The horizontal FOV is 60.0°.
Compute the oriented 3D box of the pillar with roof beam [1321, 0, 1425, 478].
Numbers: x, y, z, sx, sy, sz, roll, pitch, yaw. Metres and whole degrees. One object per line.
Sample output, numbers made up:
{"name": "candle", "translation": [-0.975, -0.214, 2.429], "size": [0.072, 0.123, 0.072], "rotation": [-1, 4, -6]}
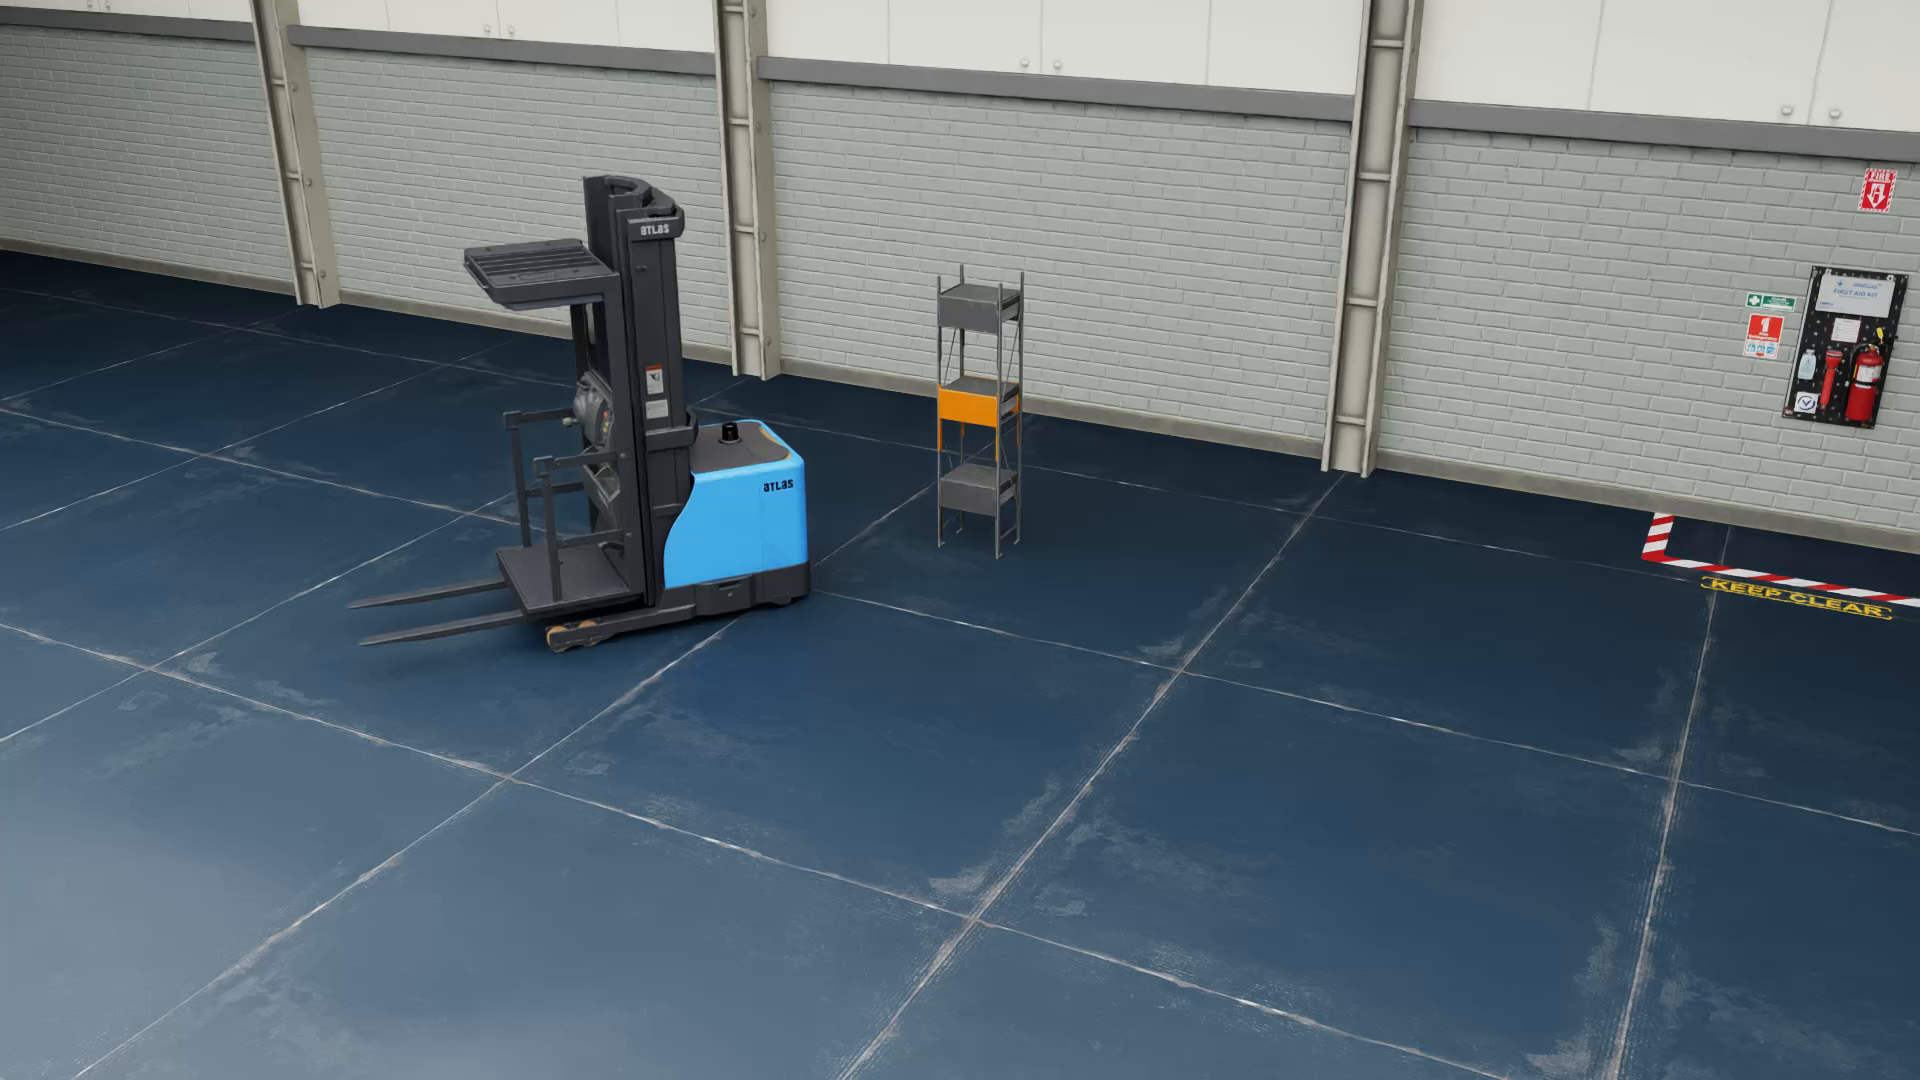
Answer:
{"name": "pillar with roof beam", "translation": [1.377, -3.249, 8.917], "size": [0.400, 9.000, 9.100], "rotation": [11, 25, 25]}

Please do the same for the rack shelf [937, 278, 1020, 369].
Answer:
{"name": "rack shelf", "translation": [0.148, -1.569, 12.028], "size": [0.480, 0.518, 0.431], "rotation": [11, 25, 25]}

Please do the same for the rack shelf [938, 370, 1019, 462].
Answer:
{"name": "rack shelf", "translation": [0.148, -0.924, 12.302], "size": [0.480, 0.518, 0.431], "rotation": [11, 25, 25]}

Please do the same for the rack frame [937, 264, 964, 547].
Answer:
{"name": "rack frame", "translation": [-0.070, -0.980, 12.398], "size": [0.015, 2.100, 0.400], "rotation": [11, 25, 25]}

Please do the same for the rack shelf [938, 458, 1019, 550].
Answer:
{"name": "rack shelf", "translation": [0.148, -0.280, 12.576], "size": [0.480, 0.518, 0.431], "rotation": [11, 25, 25]}

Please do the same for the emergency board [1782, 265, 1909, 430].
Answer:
{"name": "emergency board", "translation": [6.486, -1.382, 12.192], "size": [0.643, 1.169, 0.194], "rotation": [11, 25, 25]}

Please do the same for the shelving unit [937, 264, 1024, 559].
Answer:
{"name": "shelving unit", "translation": [0.148, -0.937, 12.297], "size": [0.503, 2.100, 0.431], "rotation": [11, 25, 25]}

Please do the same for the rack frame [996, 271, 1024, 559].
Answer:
{"name": "rack frame", "translation": [0.365, -0.894, 12.195], "size": [0.015, 2.100, 0.400], "rotation": [11, 25, 25]}

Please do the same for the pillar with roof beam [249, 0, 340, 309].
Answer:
{"name": "pillar with roof beam", "translation": [-9.332, -5.368, 13.899], "size": [0.400, 9.000, 9.100], "rotation": [11, 25, 25]}

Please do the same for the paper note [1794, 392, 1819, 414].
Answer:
{"name": "paper note", "translation": [6.359, -1.032, 12.495], "size": [0.142, 0.148, 0.016], "rotation": [11, 25, 25]}

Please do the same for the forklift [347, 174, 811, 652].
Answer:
{"name": "forklift", "translation": [-2.611, -0.842, 11.012], "size": [3.031, 2.935, 1.130], "rotation": [-10, 25, -23]}

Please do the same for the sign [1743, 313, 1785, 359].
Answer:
{"name": "sign", "translation": [6.039, -1.532, 12.500], "size": [0.234, 0.329, 0.001], "rotation": [11, 25, 25]}

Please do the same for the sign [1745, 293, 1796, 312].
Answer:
{"name": "sign", "translation": [6.039, -1.772, 12.387], "size": [0.331, 0.109, 0.001], "rotation": [11, 25, 25]}

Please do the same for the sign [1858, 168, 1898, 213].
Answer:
{"name": "sign", "translation": [6.524, -2.485, 11.824], "size": [0.199, 0.298, 0.001], "rotation": [11, 25, 25]}

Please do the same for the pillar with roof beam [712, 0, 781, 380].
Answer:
{"name": "pillar with roof beam", "translation": [-3.977, -4.308, 11.408], "size": [0.400, 9.000, 9.100], "rotation": [11, 25, 25]}
